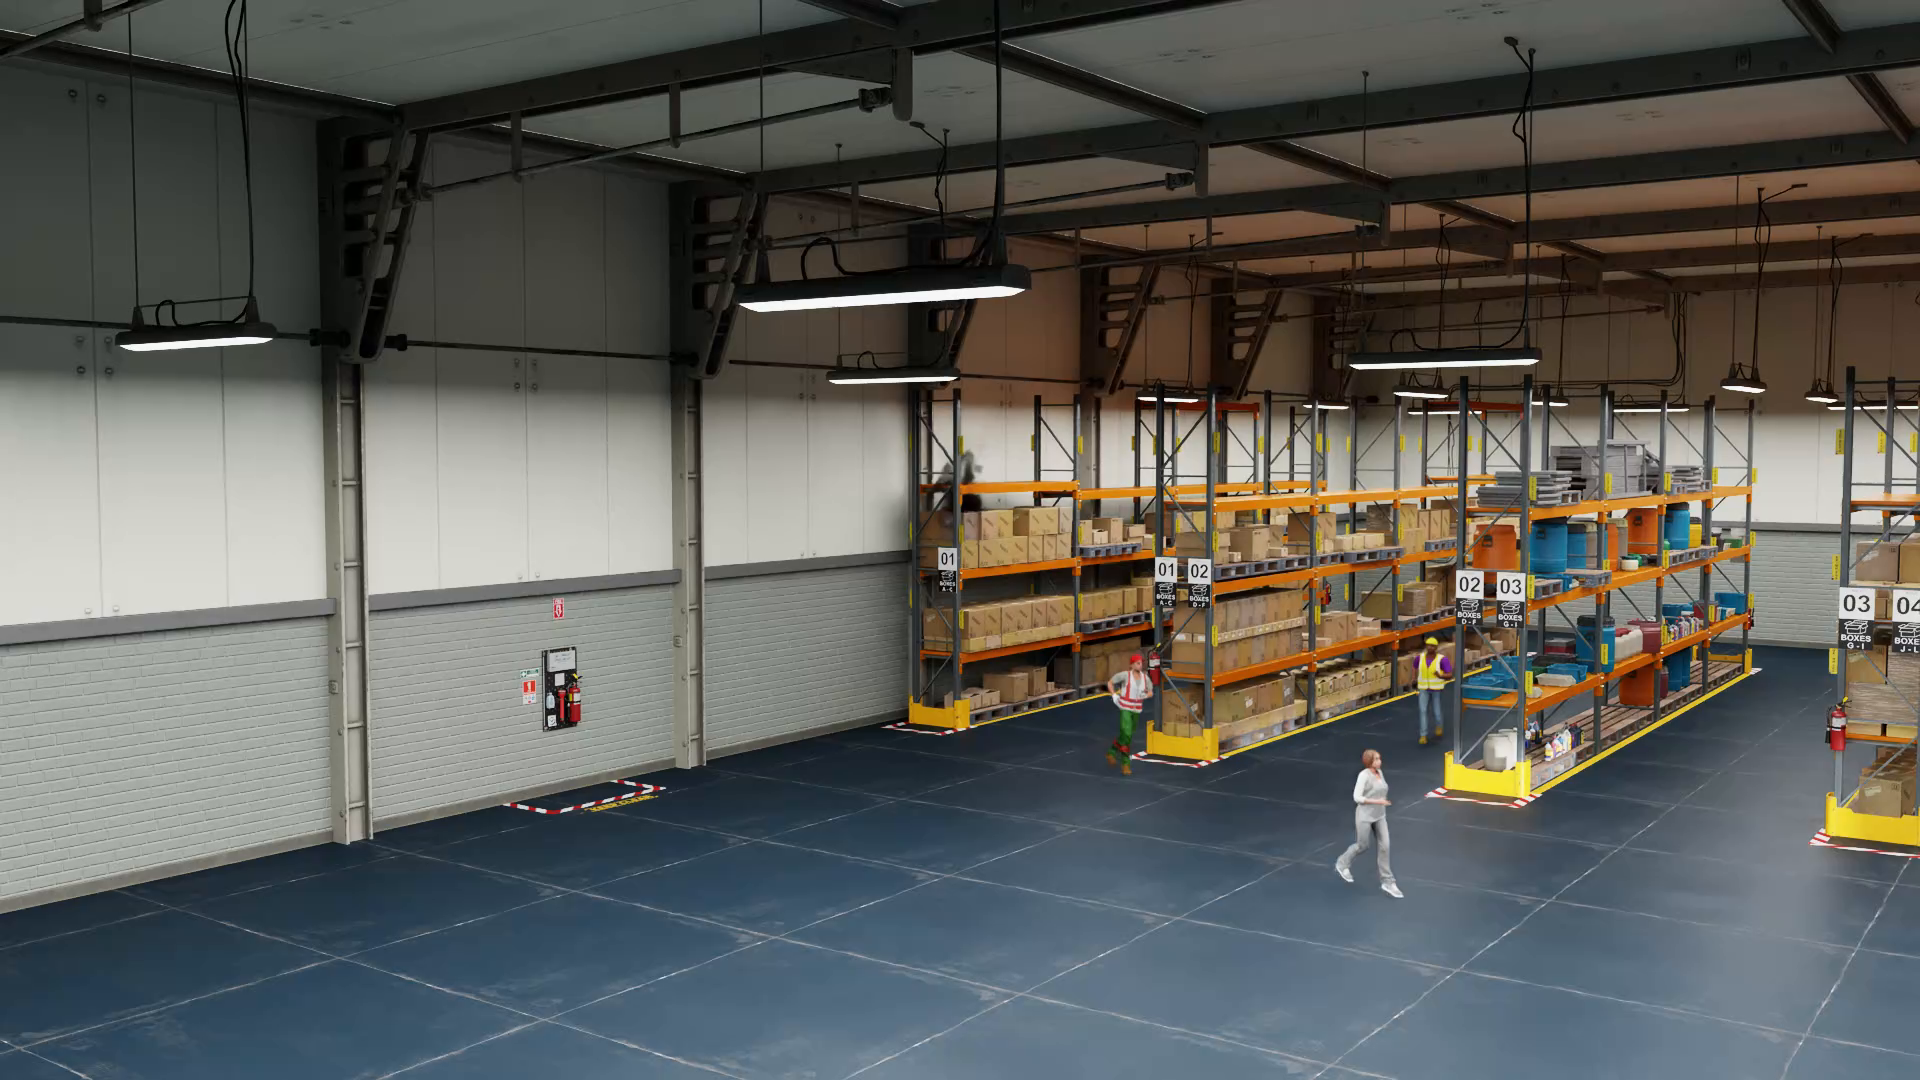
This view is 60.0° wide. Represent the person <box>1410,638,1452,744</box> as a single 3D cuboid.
[{"bbox_3d":[7.906,2.507,27.930,0.707,1.745,0.987,2,4,25],"label":"person"}]

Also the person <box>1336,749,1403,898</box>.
[{"bbox_3d":[4.562,3.121,18.570,0.539,1.602,0.873,-2,4,-35],"label":"person"}]

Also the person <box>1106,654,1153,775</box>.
[{"bbox_3d":[2.636,2.664,25.695,0.673,1.827,0.826,-2,4,-28],"label":"person"}]
